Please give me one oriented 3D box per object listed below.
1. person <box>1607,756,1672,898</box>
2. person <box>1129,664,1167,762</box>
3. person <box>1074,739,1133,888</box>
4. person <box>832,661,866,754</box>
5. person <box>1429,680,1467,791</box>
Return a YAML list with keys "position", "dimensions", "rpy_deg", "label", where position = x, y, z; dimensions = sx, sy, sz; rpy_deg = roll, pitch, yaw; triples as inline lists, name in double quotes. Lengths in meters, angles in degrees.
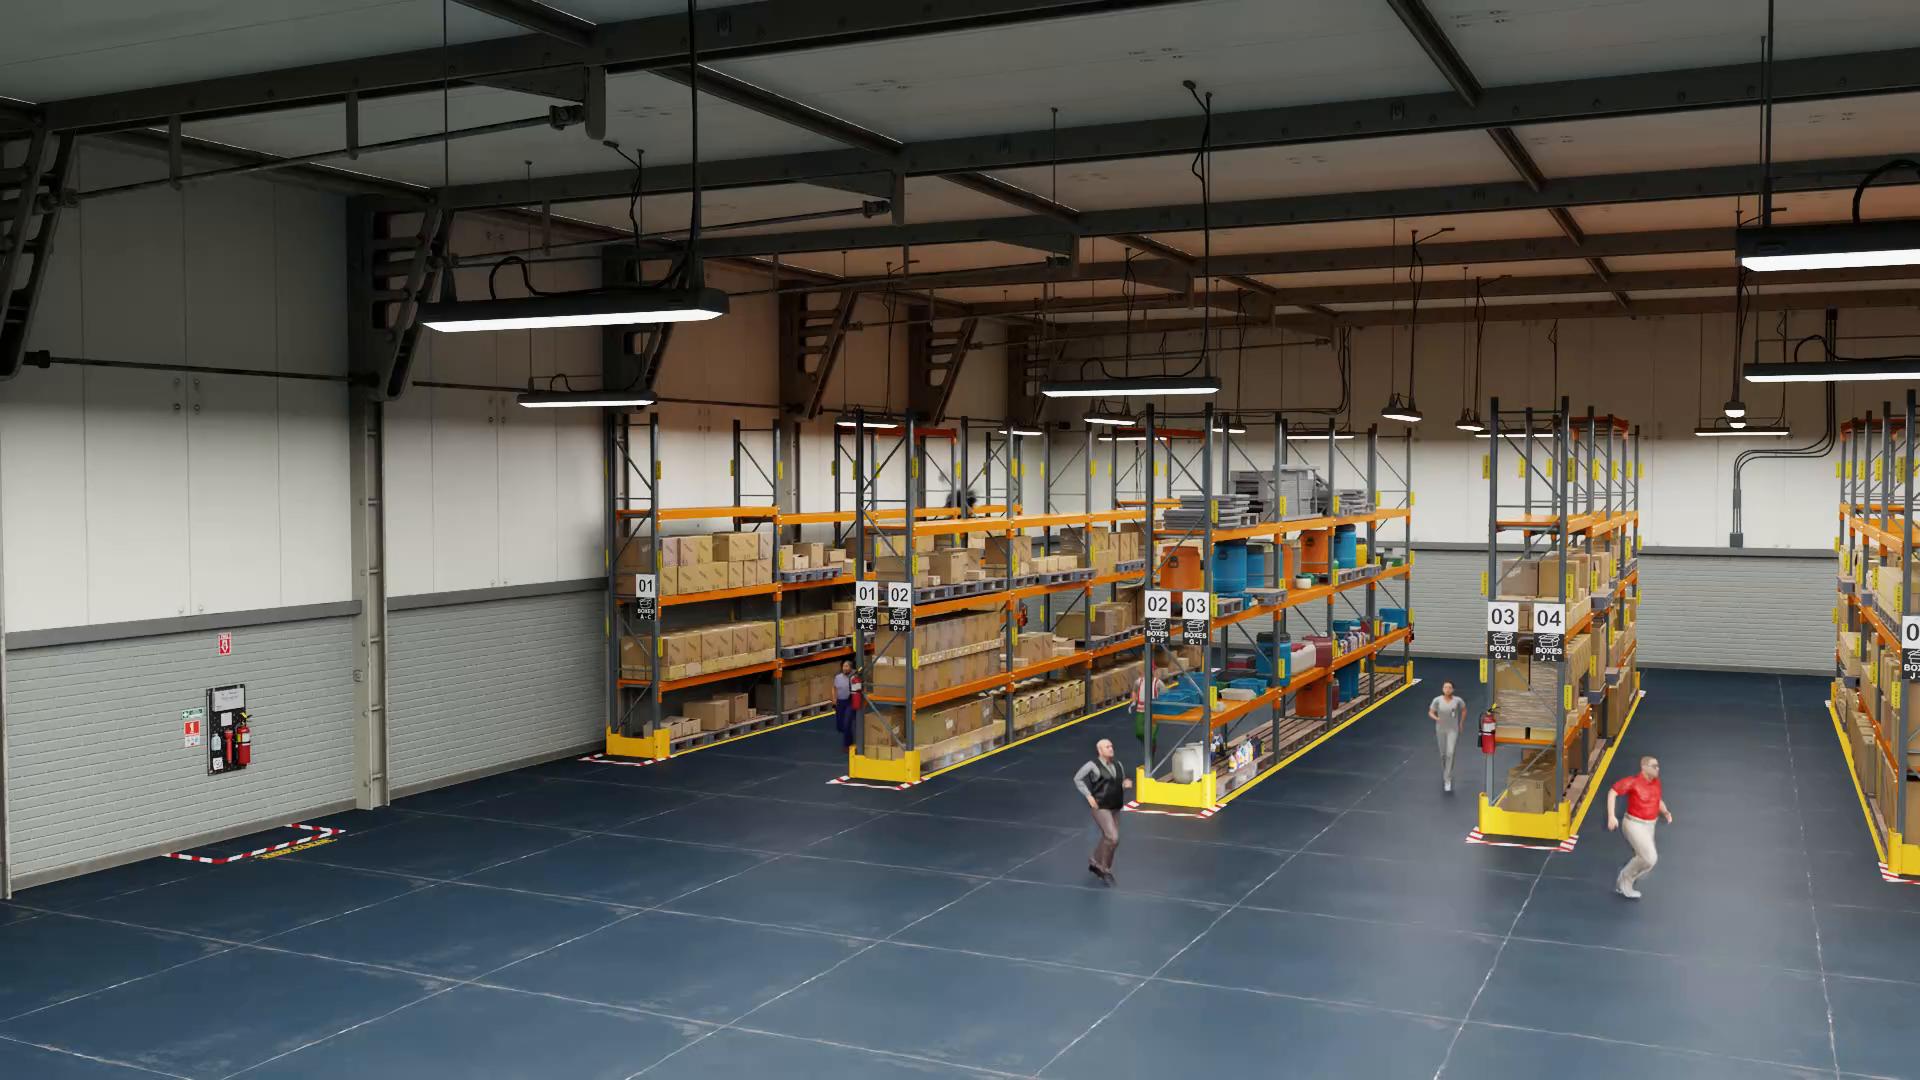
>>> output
- position: [7.925, 3.346, 19.323]
  dimensions: [0.671, 1.680, 0.677]
  rpy_deg: [-2, 3, -34]
  label: "person"
- position: [3.190, 2.940, 28.282]
  dimensions: [0.656, 1.739, 0.587]
  rpy_deg: [1, 3, 21]
  label: "person"
- position: [1.780, 3.300, 20.132]
  dimensions: [0.637, 1.773, 0.715]
  rpy_deg: [-2, 3, -41]
  label: "person"
- position: [-1.994, 2.964, 29.651]
  dimensions: [0.612, 1.613, 0.672]
  rpy_deg: [1, 3, 18]
  label: "person"
- position: [7.705, 3.055, 26.311]
  dimensions: [0.559, 1.689, 0.889]
  rpy_deg: [1, 3, 23]
  label: "person"
